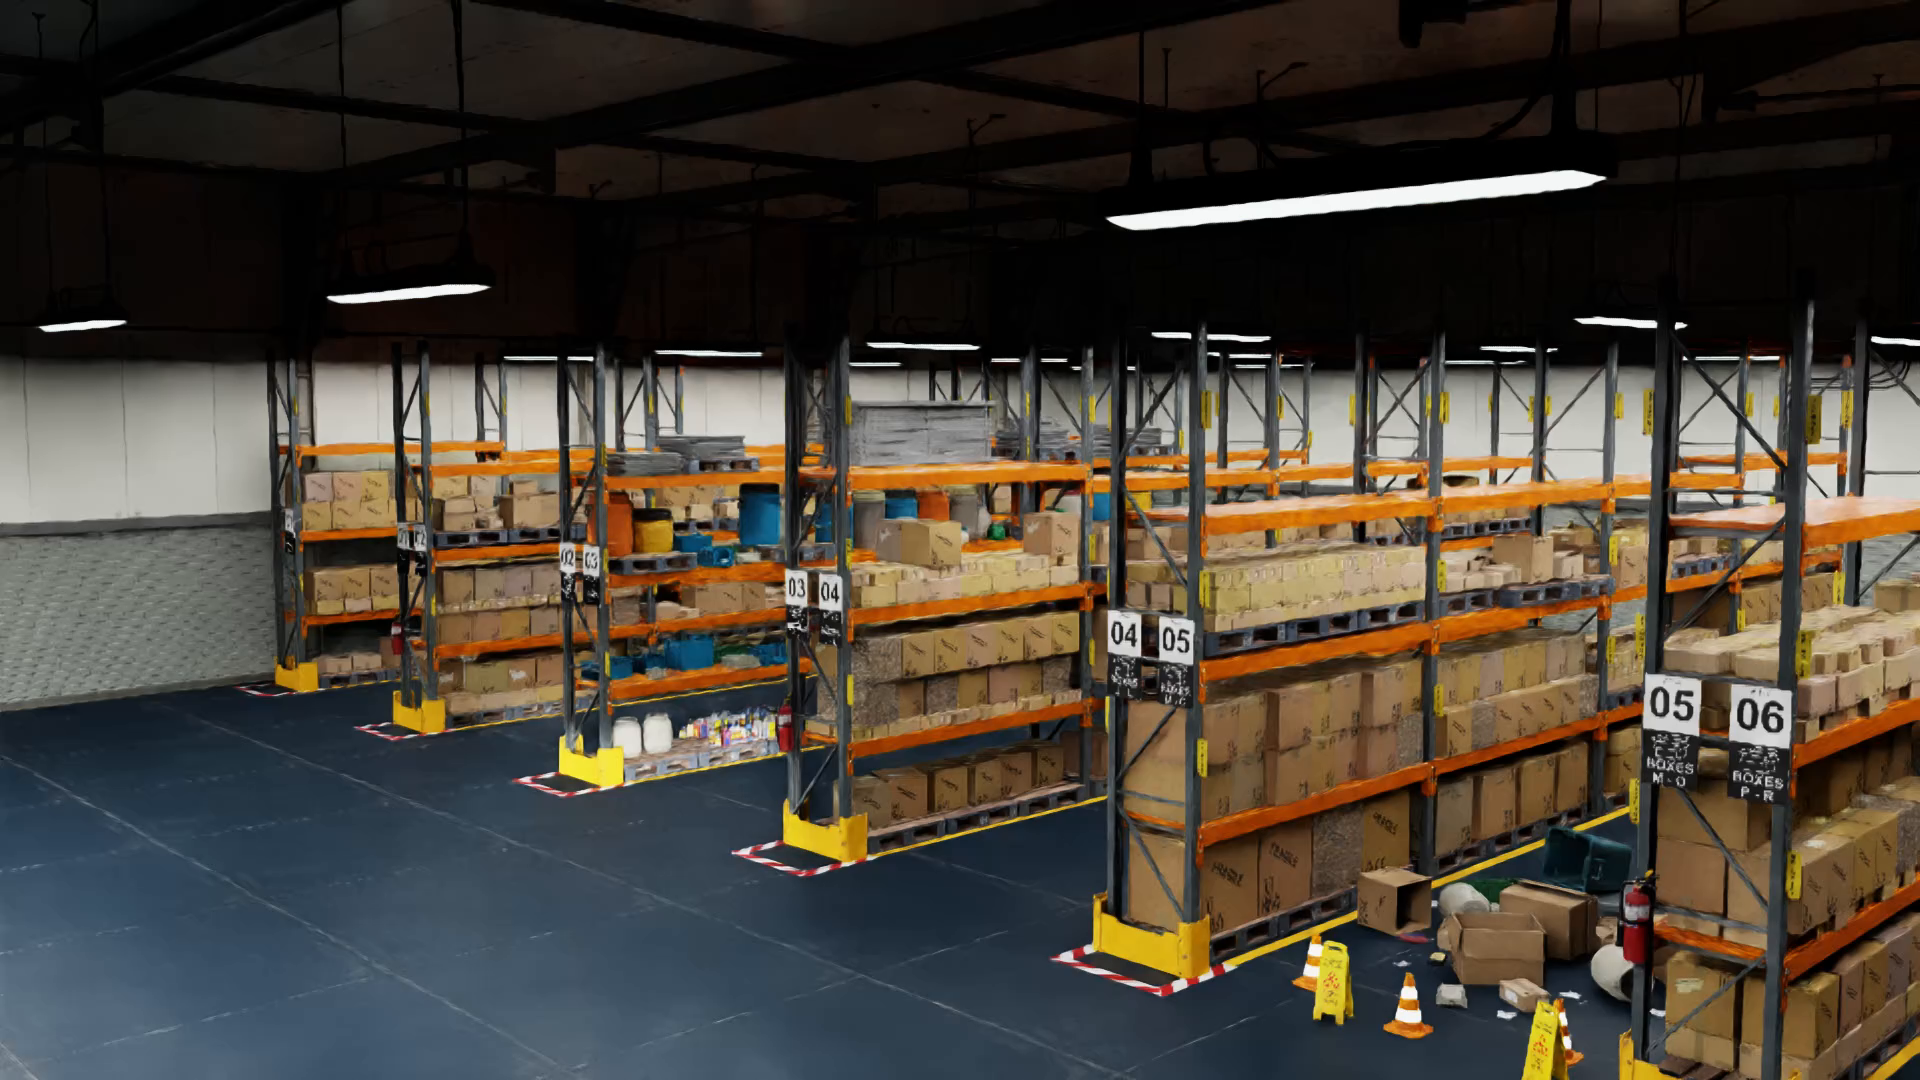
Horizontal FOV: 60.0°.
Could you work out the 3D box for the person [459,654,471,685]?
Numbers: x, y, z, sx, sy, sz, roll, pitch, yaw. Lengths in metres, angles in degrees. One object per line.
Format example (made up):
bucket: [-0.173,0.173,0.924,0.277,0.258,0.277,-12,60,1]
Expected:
person: [-8.775,1.755,29.396,0.696,1.716,0.832,3,6,28]
